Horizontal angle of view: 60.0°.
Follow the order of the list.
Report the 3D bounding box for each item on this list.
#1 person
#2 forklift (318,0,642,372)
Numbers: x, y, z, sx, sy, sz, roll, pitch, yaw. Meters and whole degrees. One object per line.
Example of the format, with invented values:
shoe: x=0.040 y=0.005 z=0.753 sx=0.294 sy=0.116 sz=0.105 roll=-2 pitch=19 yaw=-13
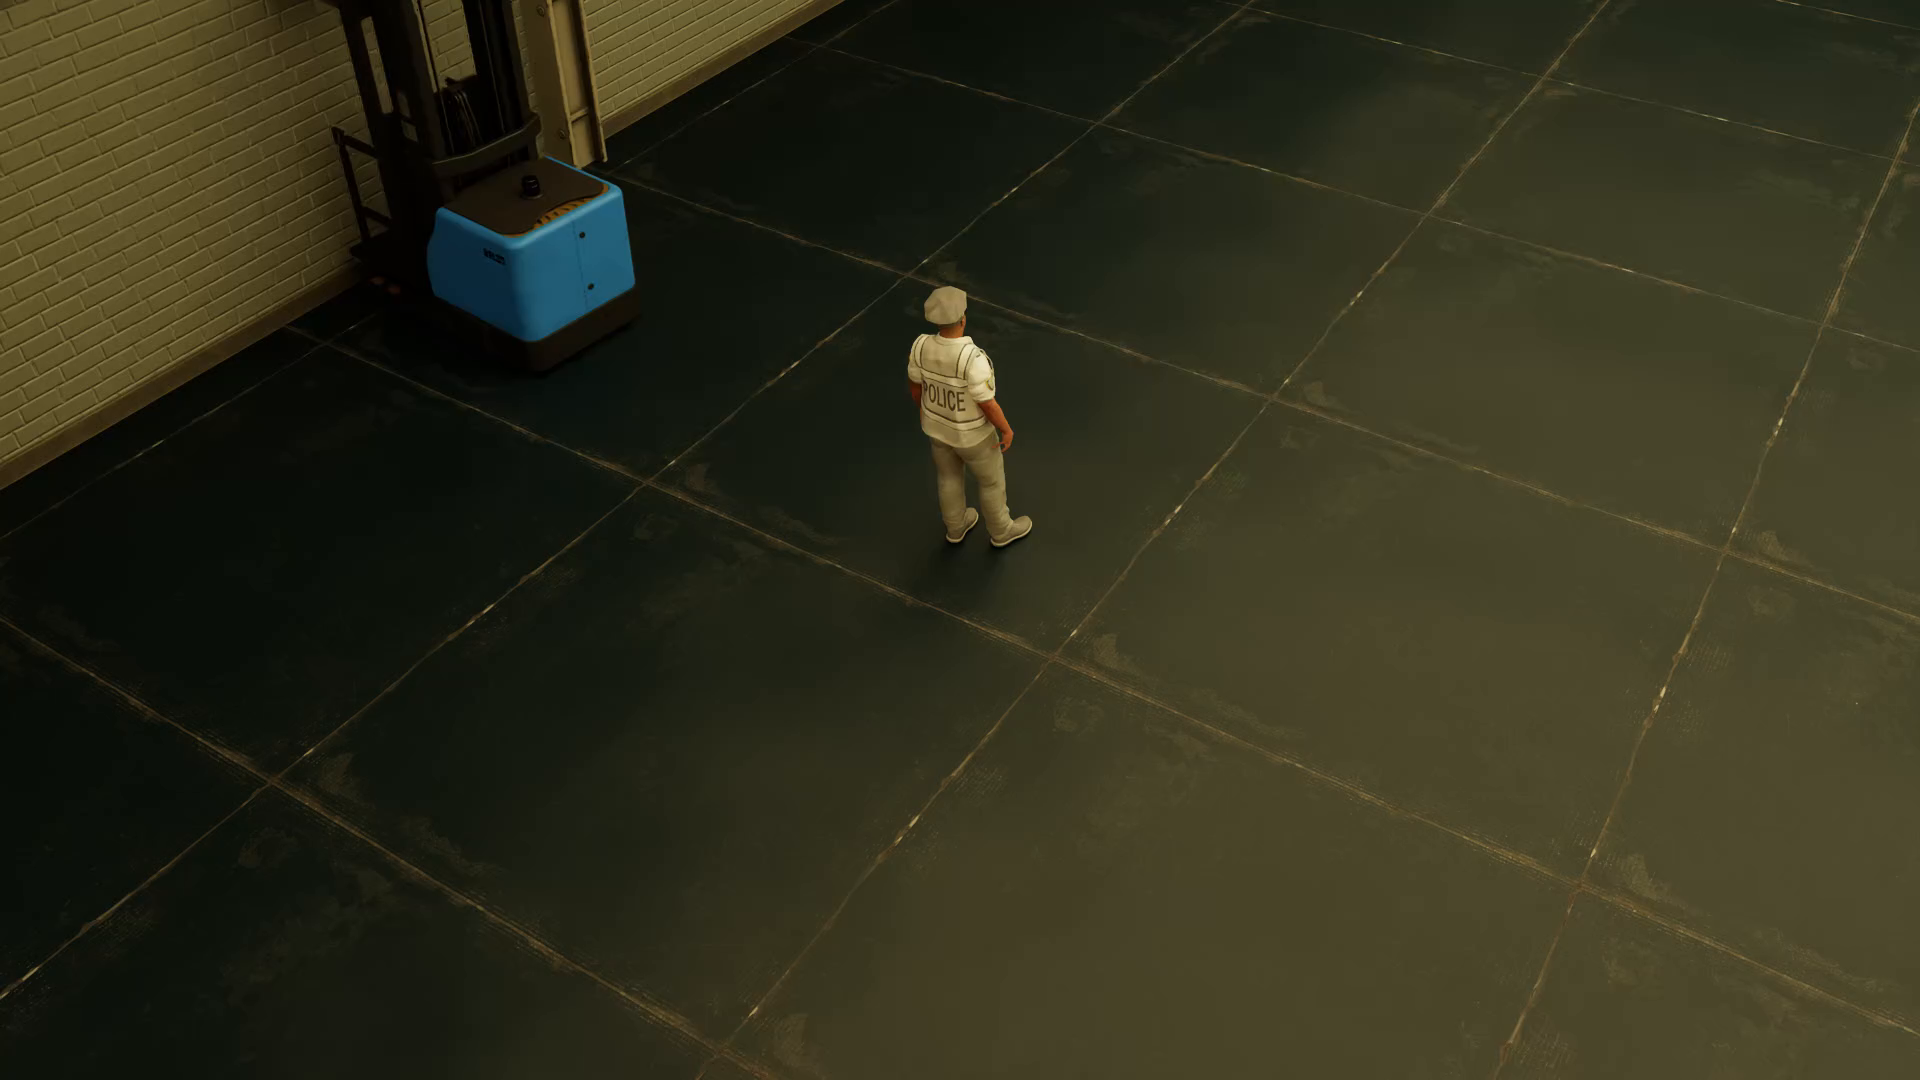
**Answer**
person: x=0.052 y=-0.725 z=9.698 sx=0.641 sy=1.780 sz=0.574 roll=22 pitch=45 yaw=24
forklift: x=-3.784 y=-3.066 z=11.586 sx=3.031 sy=2.935 sz=1.130 roll=27 pitch=47 yaw=28
